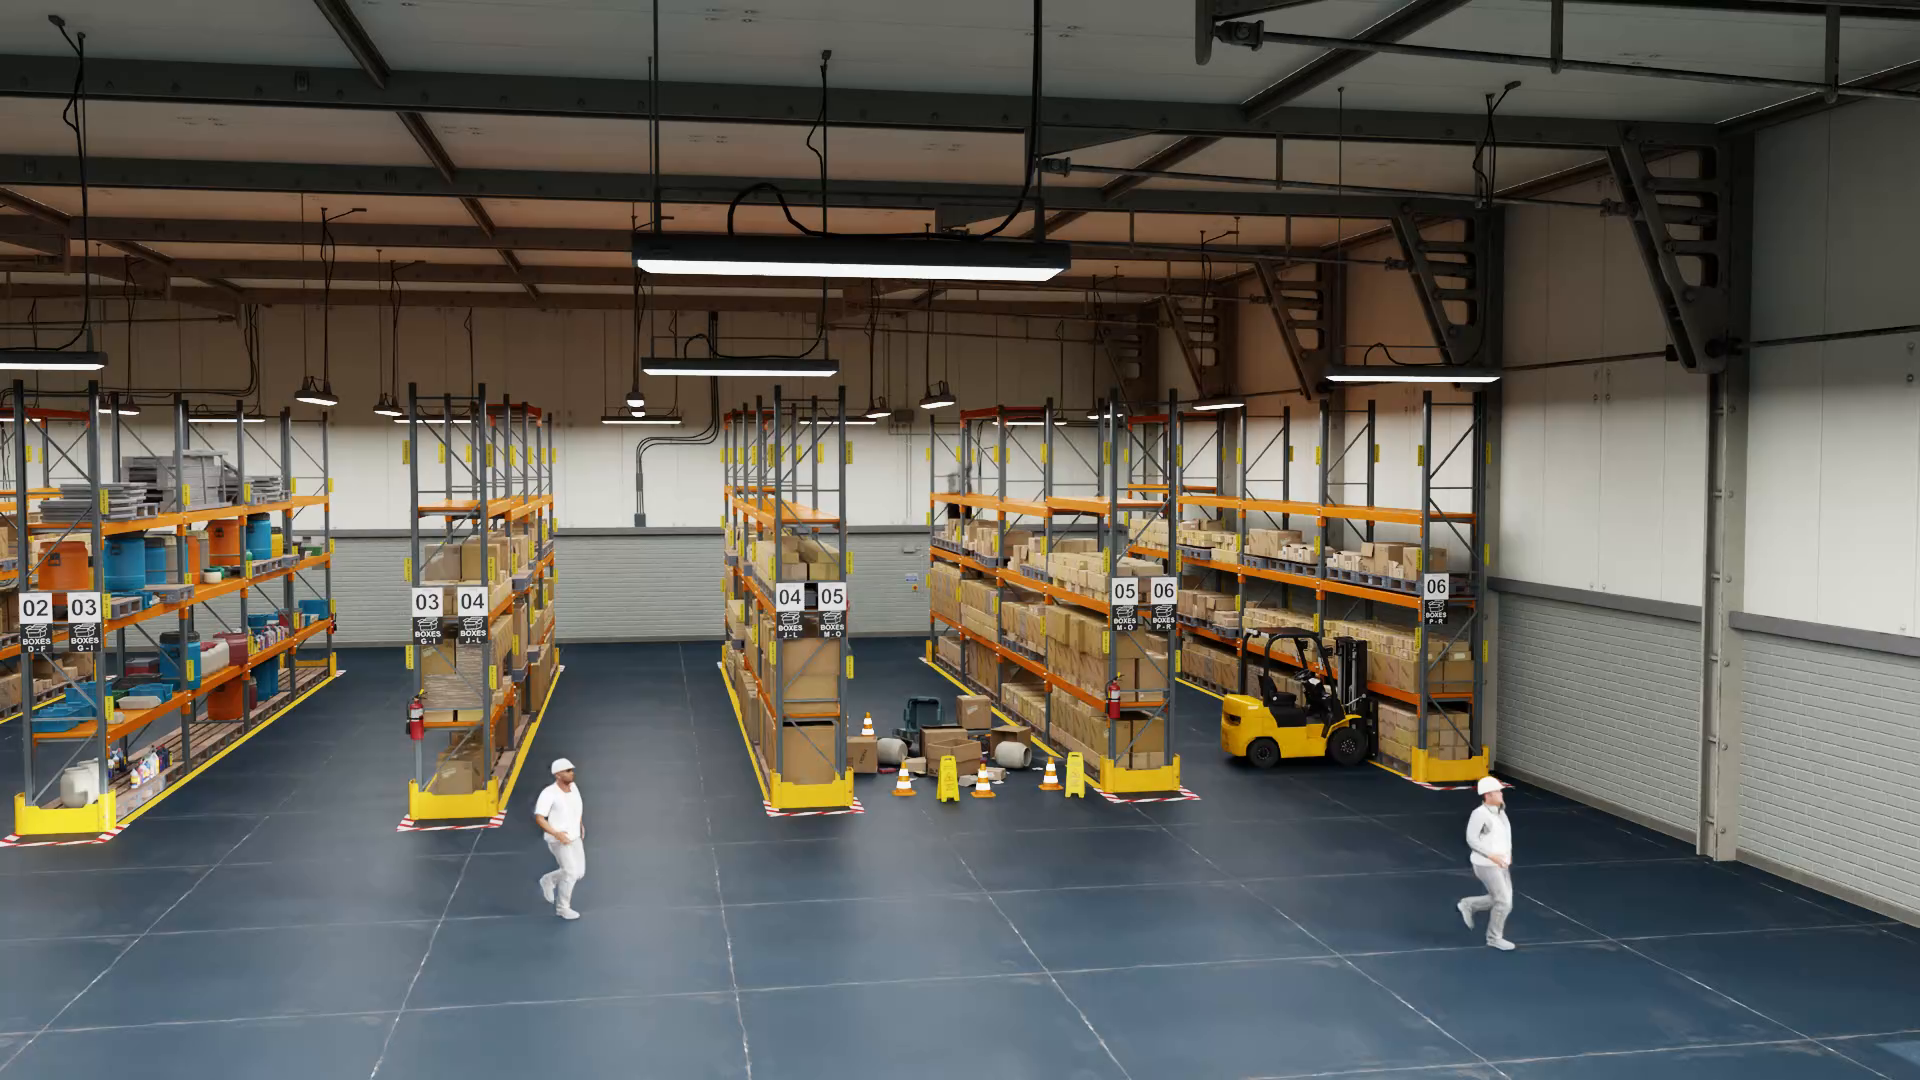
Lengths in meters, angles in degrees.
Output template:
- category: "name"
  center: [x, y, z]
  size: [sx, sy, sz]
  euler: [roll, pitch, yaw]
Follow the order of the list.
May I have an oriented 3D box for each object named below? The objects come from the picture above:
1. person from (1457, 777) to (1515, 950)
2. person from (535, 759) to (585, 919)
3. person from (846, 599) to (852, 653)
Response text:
- category: "person"
  center: [5.363, 3.271, 16.960]
  size: [0.654, 1.728, 0.681]
  euler: [2, 4, 40]
- category: "person"
  center: [-4.371, 3.225, 18.092]
  size: [0.602, 1.720, 0.733]
  euler: [1, 3, 21]
- category: "person"
  center: [-3.032, 1.997, 41.219]
  size: [0.715, 1.687, 0.684]
  euler: [0, 3, -10]
